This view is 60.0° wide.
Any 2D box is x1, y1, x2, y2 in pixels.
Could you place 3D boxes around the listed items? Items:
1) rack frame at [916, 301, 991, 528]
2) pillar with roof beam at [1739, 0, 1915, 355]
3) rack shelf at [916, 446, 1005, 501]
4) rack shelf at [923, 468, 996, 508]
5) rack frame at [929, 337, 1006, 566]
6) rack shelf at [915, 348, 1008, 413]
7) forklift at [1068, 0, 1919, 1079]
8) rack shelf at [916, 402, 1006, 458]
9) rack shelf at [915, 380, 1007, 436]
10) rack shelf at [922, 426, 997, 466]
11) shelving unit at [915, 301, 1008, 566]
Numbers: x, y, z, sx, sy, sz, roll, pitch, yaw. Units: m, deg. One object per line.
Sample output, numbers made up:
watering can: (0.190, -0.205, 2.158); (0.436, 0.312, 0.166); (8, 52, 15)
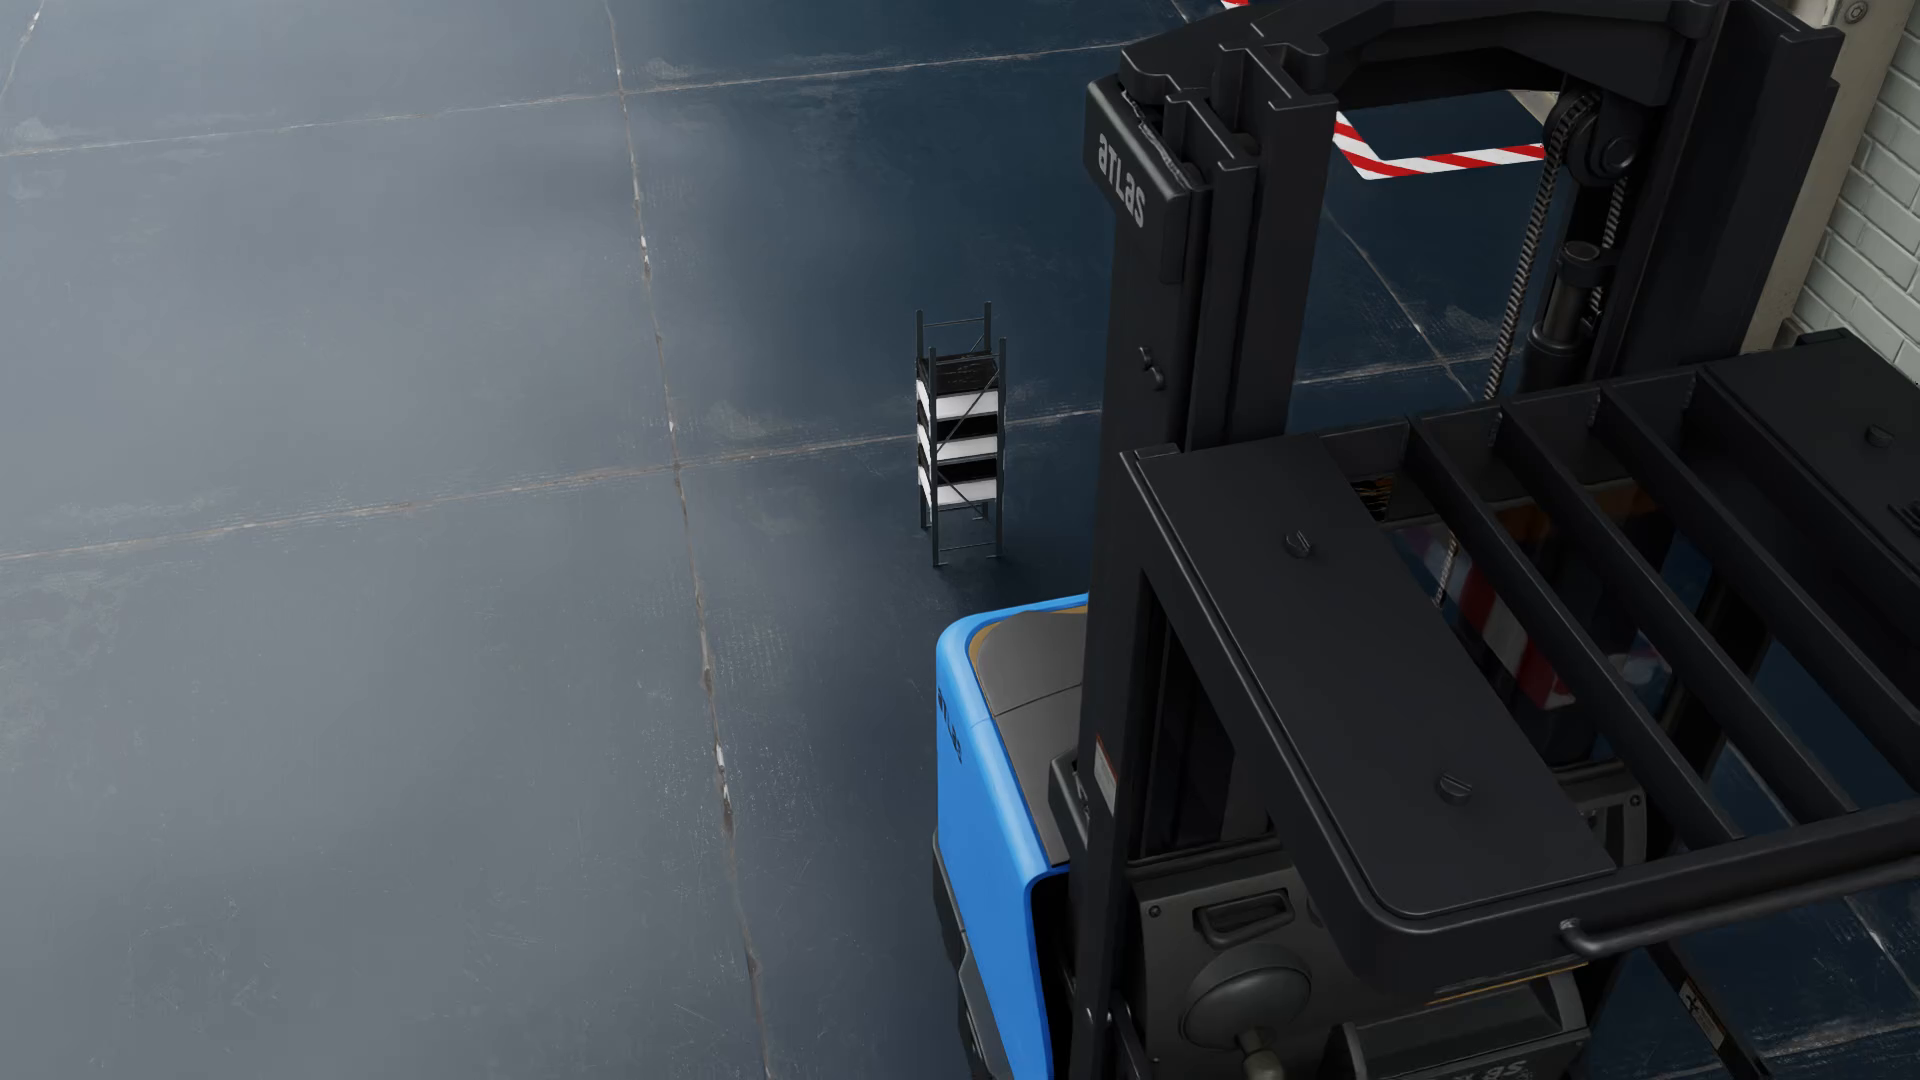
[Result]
rack frame: (-0.020, -0.397, 5.520); (0.240, 0.900, 0.006); (-8, 42, -9)
pillar with roof beam: (-1.145, -3.612, 3.041); (9.100, 9.000, 0.400); (-8, 42, -9)
rack shelf: (0.002, -0.239, 5.527); (0.258, 0.077, 0.200); (-8, 42, -9)
rack shelf: (0.002, -0.187, 5.573); (0.221, 0.026, 0.190); (-8, 42, -9)
rack frame: (0.024, -0.265, 5.371); (0.240, 0.900, 0.006); (-8, 42, -9)
rack shelf: (0.002, -0.508, 5.288); (0.258, 0.077, 0.200); (-8, 42, -9)
forklift: (0.796, 0.759, 2.687); (1.110, 2.935, 3.031); (-10, 43, -11)
rack shelf: (0.002, -0.374, 5.408); (0.258, 0.077, 0.200); (-8, 42, -9)
rack shelf: (0.002, -0.441, 5.348); (0.258, 0.077, 0.200); (-8, 42, -9)
rack shelf: (0.002, -0.322, 5.454); (0.221, 0.026, 0.190); (-8, 42, -9)
shelving unit: (0.002, -0.331, 5.445); (0.258, 0.900, 0.210); (-8, 42, -9)
